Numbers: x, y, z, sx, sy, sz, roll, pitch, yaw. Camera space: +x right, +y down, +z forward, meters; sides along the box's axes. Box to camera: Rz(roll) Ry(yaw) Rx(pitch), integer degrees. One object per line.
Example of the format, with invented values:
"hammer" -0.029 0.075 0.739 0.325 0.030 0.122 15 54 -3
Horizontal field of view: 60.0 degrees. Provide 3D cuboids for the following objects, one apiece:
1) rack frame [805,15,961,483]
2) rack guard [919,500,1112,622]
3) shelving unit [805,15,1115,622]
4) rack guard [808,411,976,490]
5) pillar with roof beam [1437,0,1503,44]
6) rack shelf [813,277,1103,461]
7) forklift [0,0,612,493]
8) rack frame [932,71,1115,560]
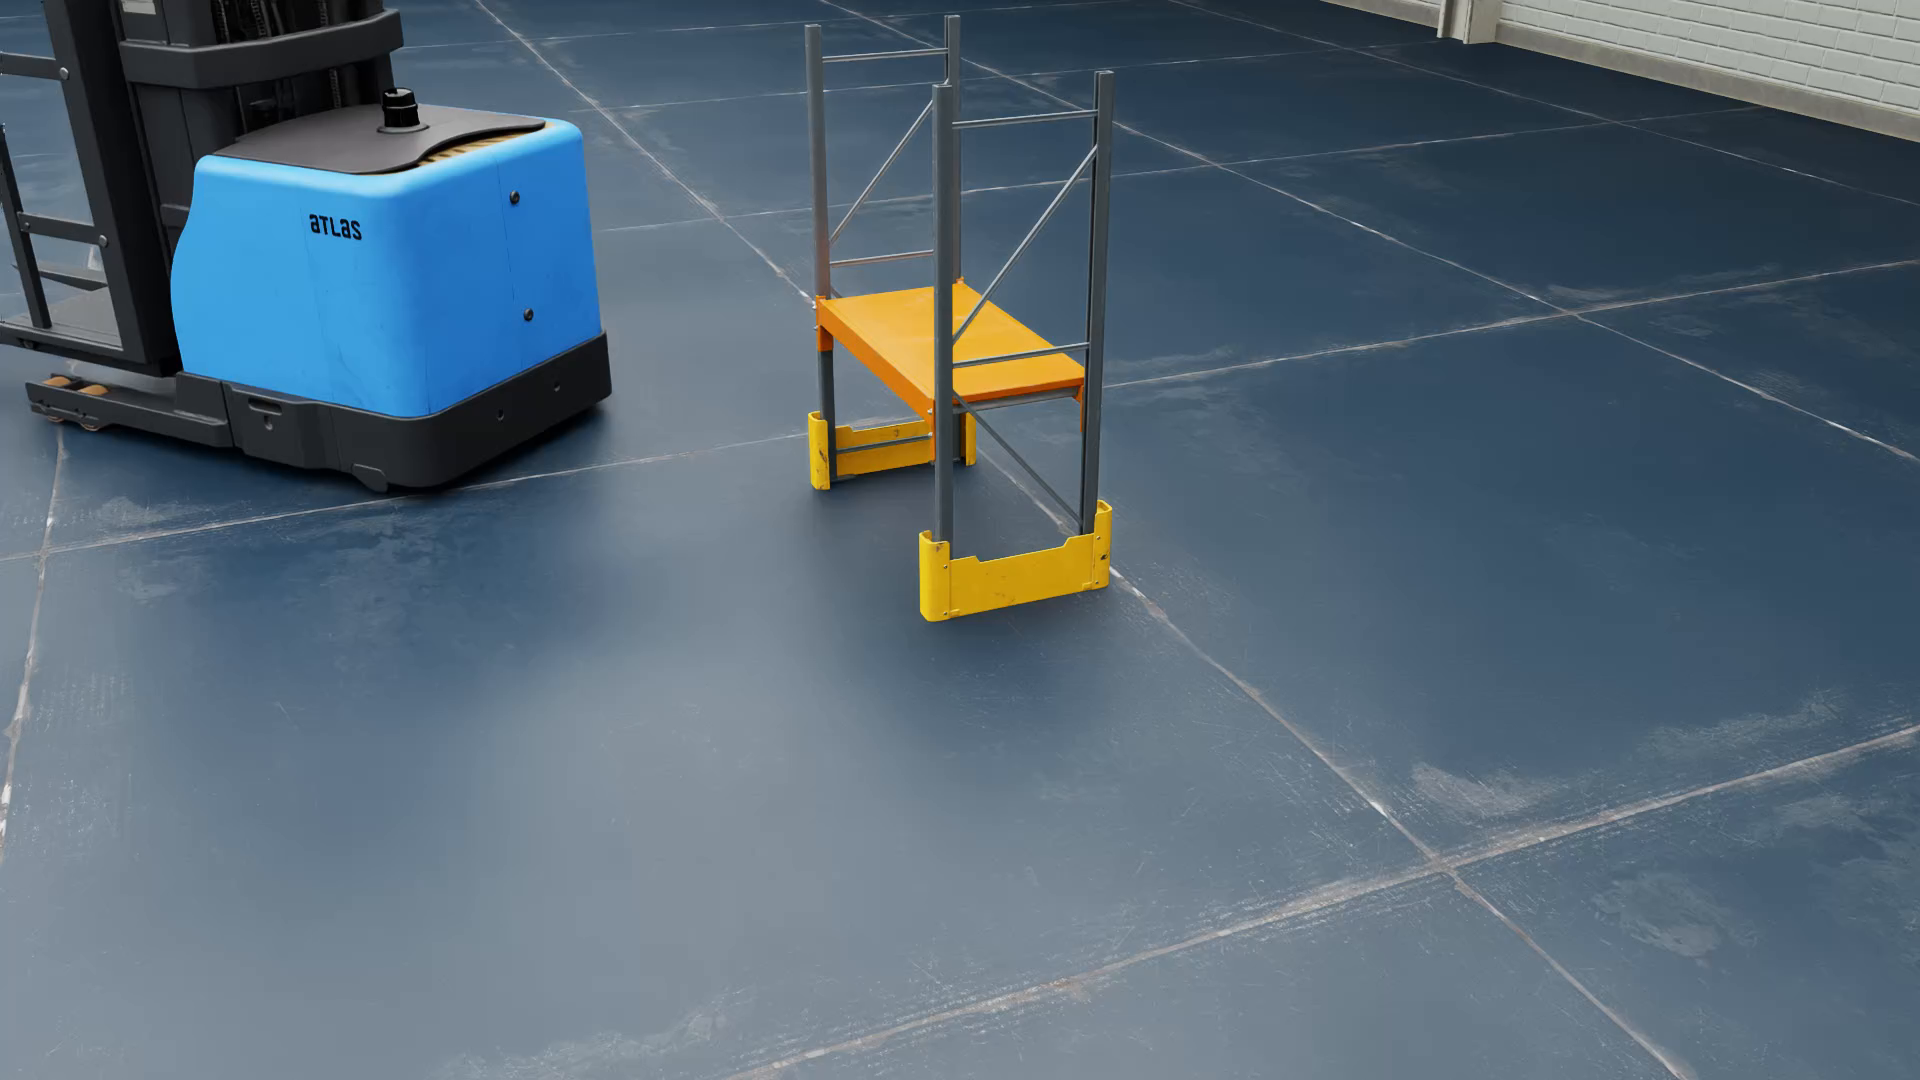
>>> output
"rack frame" -0.232 -0.914 5.412 0.500 1.500 0.032 -11 28 -21
"rack guard" 0.165 0.058 4.846 0.587 0.250 0.087 -11 28 -21
"shelving unit" -0.030 -0.705 4.984 0.587 1.500 1.083 -11 28 -21
"rack guard" -0.225 -0.344 5.670 0.587 0.250 0.087 -11 28 -21
"pillar with roof beam" 0.217 -7.435 10.221 9.100 9.000 0.400 -11 28 -21
"rack shelf" -0.033 -0.547 5.070 0.538 0.185 1.000 -11 28 -21
"forklift" -2.856 -1.906 5.813 3.031 2.935 1.130 12 29 23
"rack frame" 0.166 -0.503 4.571 0.500 1.500 0.032 -11 28 -21
